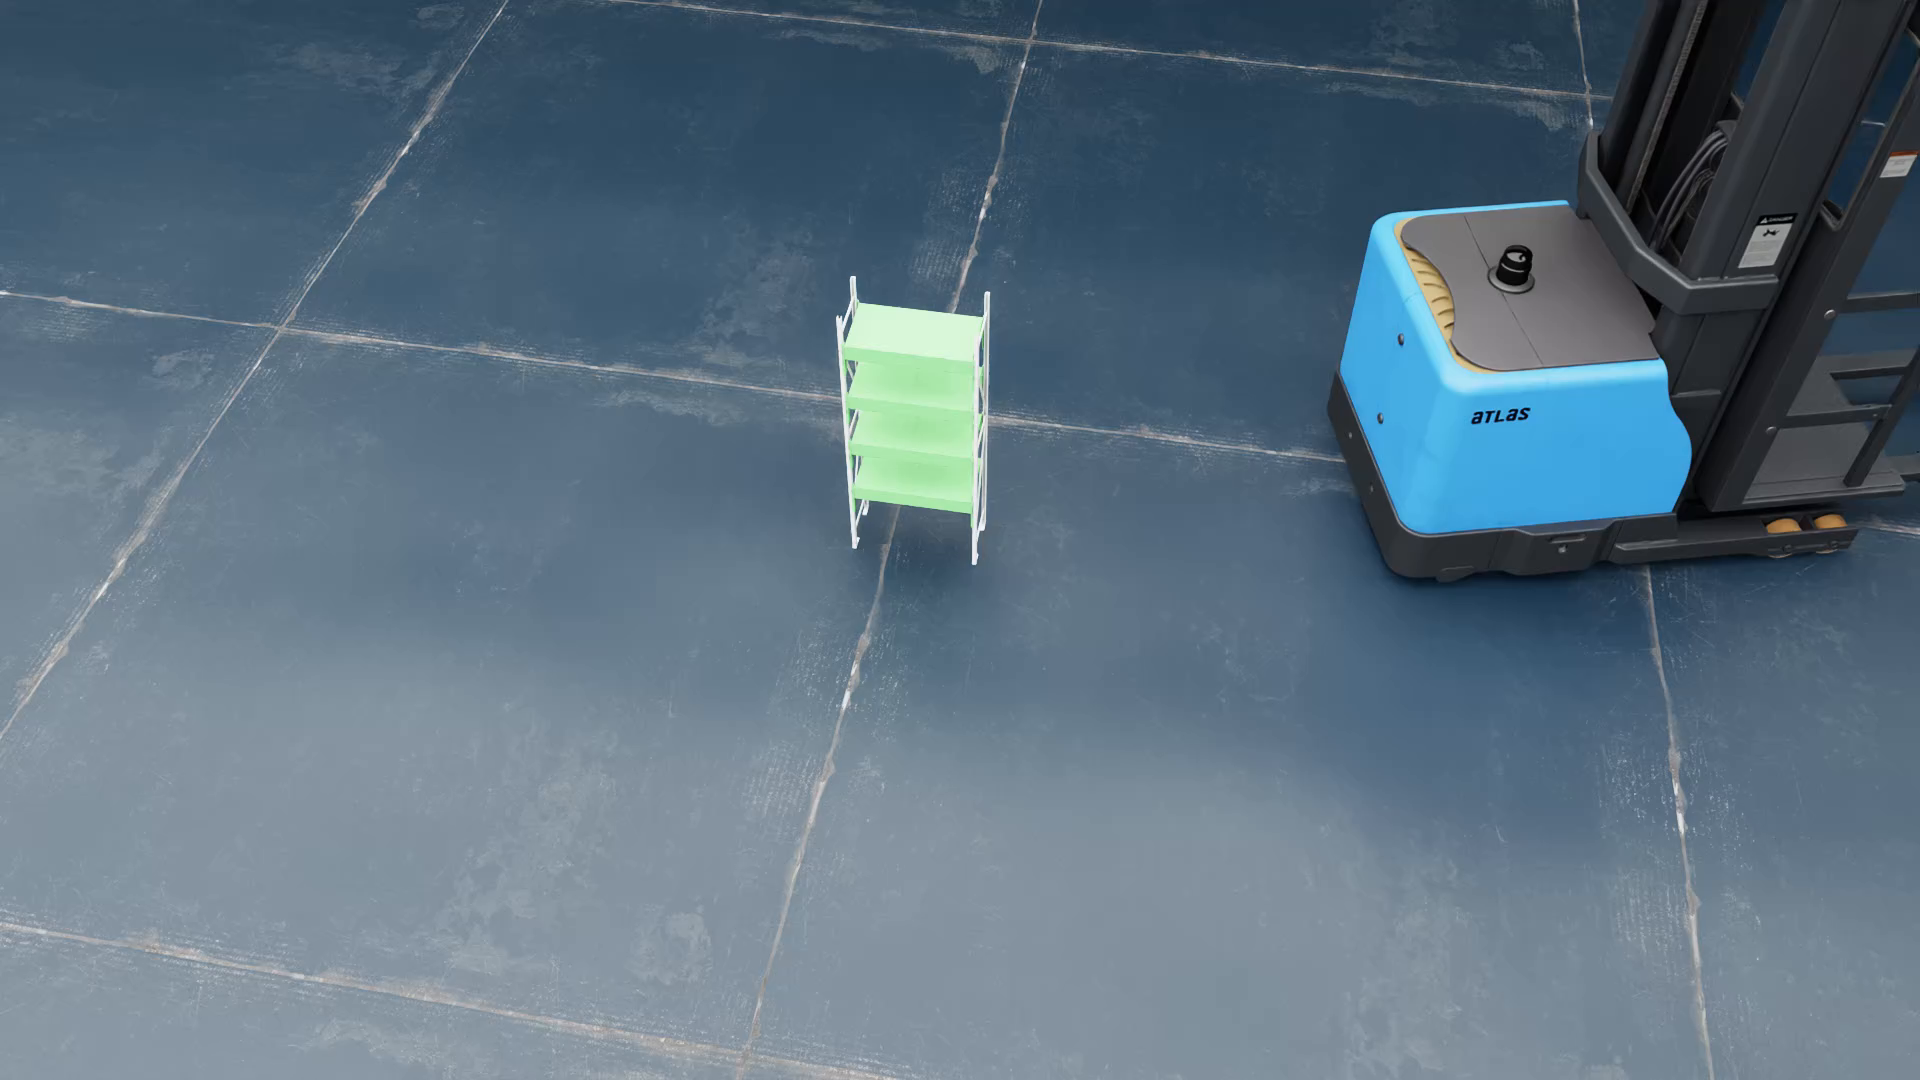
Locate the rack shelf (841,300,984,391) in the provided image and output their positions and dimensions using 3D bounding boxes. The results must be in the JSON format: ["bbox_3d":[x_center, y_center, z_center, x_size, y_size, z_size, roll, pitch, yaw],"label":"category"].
[{"bbox_3d":[-0.163,-0.701,5.986,0.480,0.148,0.258,8,49,7],"label":"rack shelf"}]

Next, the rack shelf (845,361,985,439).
[{"bbox_3d":[-0.163,-0.541,6.164,0.480,0.148,0.258,8,49,7],"label":"rack shelf"}]

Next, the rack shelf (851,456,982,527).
[{"bbox_3d":[-0.163,-0.220,6.521,0.480,0.148,0.258,8,49,7],"label":"rack shelf"}]

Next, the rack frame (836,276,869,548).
[{"bbox_3d":[-0.403,-0.455,6.324,0.015,1.200,0.240,8,49,7],"label":"rack frame"}]

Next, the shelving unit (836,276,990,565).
[{"bbox_3d":[-0.163,-0.423,6.295,0.503,1.200,0.258,8,49,7],"label":"shelving unit"}]

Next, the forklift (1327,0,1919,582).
[{"bbox_3d":[3.127,-1.296,5.916,3.031,2.935,1.130,-5,48,-5],"label":"forklift"}]

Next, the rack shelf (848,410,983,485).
[{"bbox_3d":[-0.163,-0.380,6.343,0.480,0.148,0.258,8,49,7],"label":"rack shelf"}]

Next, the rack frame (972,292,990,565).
[{"bbox_3d":[0.077,-0.391,6.266,0.015,1.200,0.240,8,49,7],"label":"rack frame"}]
